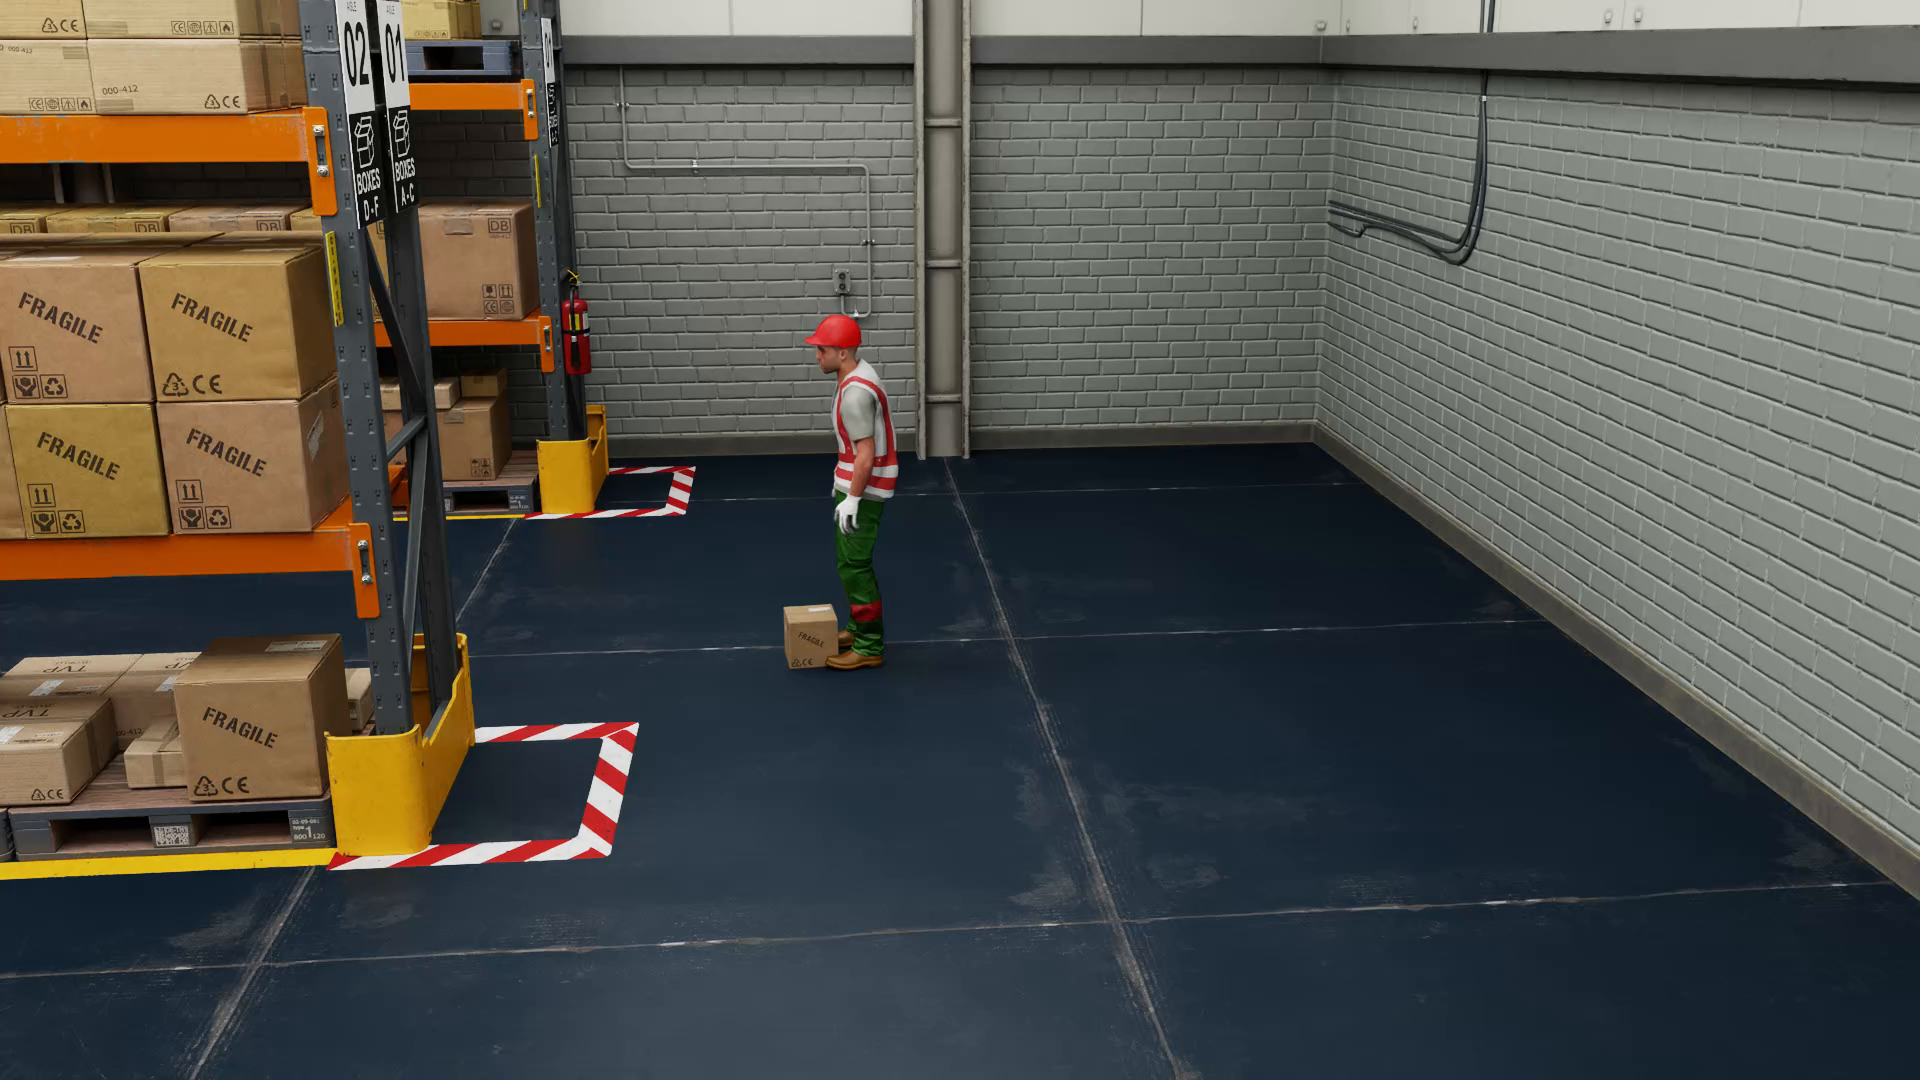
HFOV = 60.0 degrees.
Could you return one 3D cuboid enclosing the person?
[{"bbox_3d":[-0.537,-0.271,8.319,0.449,1.722,0.581,-2,17,-5],"label":"person"}]
